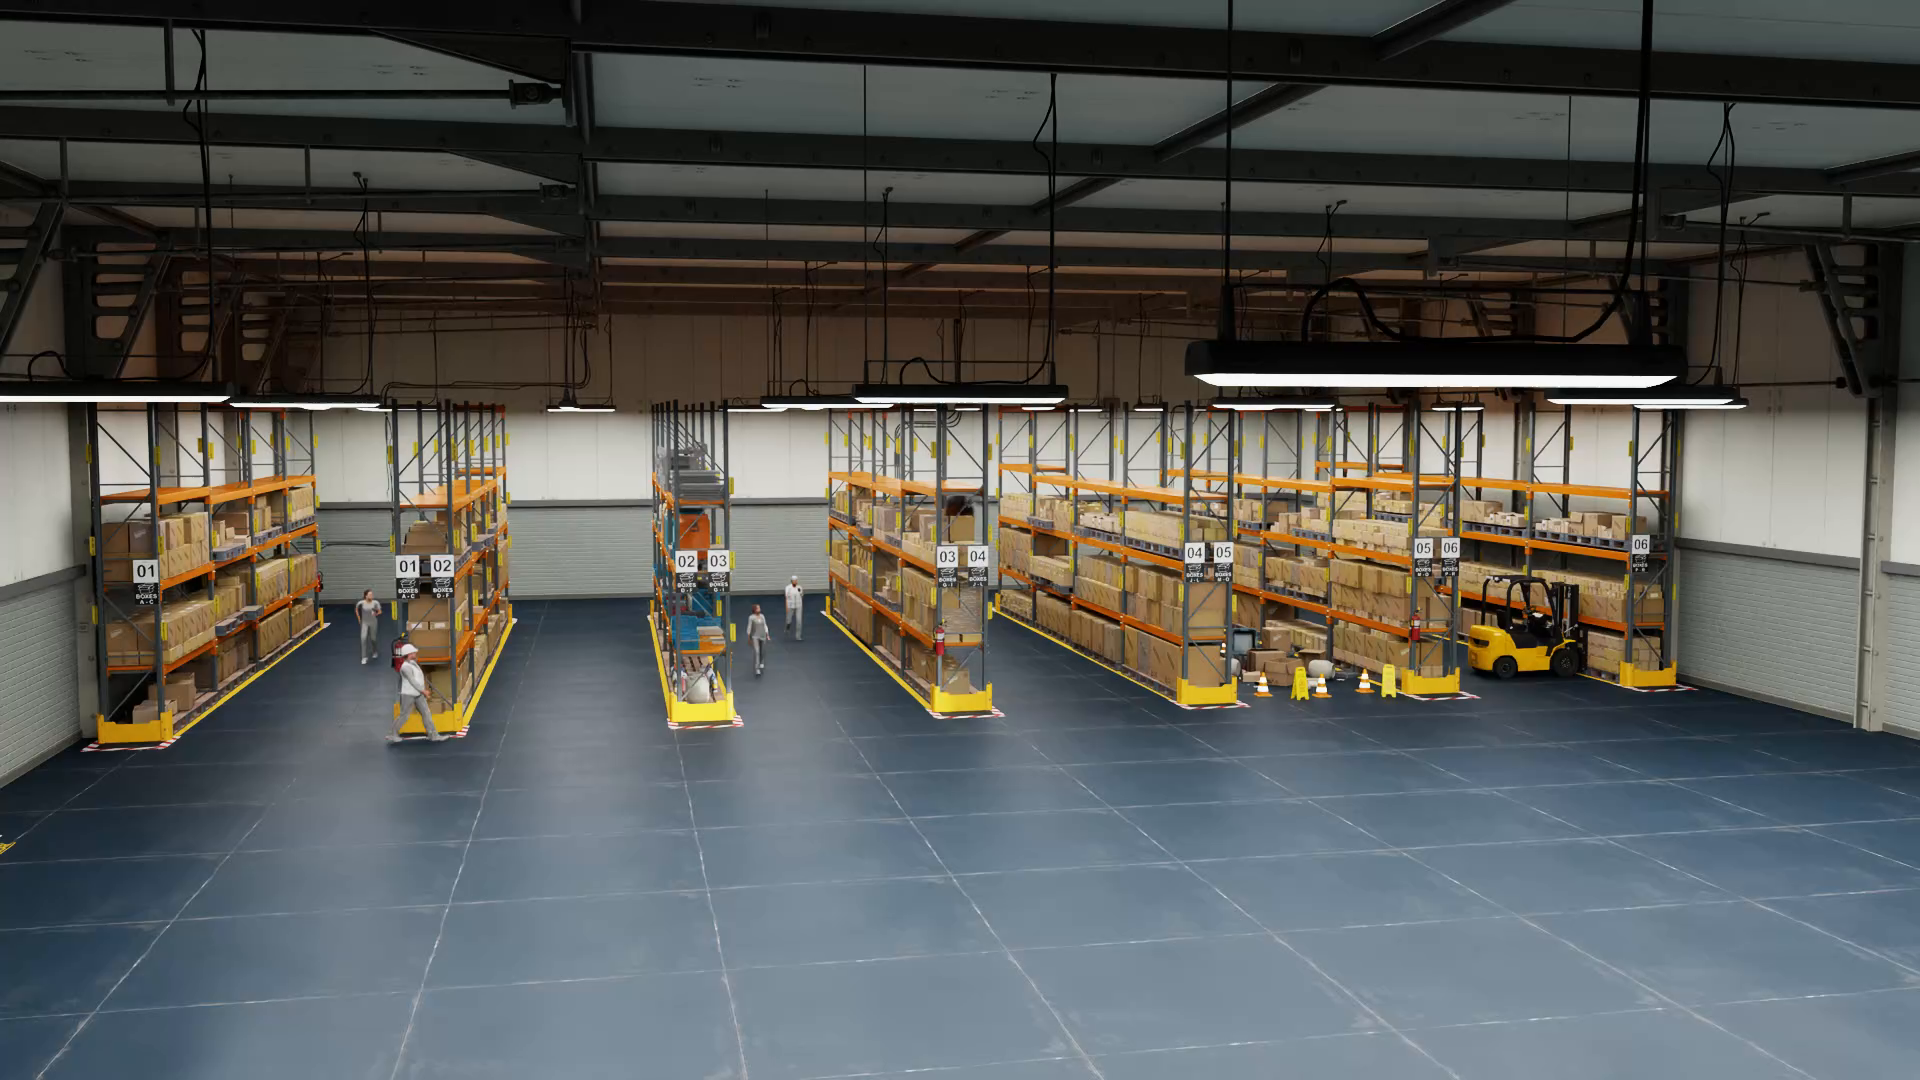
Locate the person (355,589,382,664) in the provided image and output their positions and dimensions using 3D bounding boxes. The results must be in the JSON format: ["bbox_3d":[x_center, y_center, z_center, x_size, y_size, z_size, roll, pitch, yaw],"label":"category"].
[{"bbox_3d":[-13.722,1.986,38.583,0.603,1.704,0.833,-1,4,-7],"label":"person"}]

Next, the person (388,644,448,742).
[{"bbox_3d":[-9.467,2.664,28.990,1.037,1.707,0.588,0,4,5],"label":"person"}]

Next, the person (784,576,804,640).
[{"bbox_3d":[-4.208,1.712,42.255,0.485,1.631,0.665,-1,4,-14],"label":"person"}]

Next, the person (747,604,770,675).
[{"bbox_3d":[-4.473,2.174,36.776,0.490,1.540,0.911,-1,4,-16],"label":"person"}]
